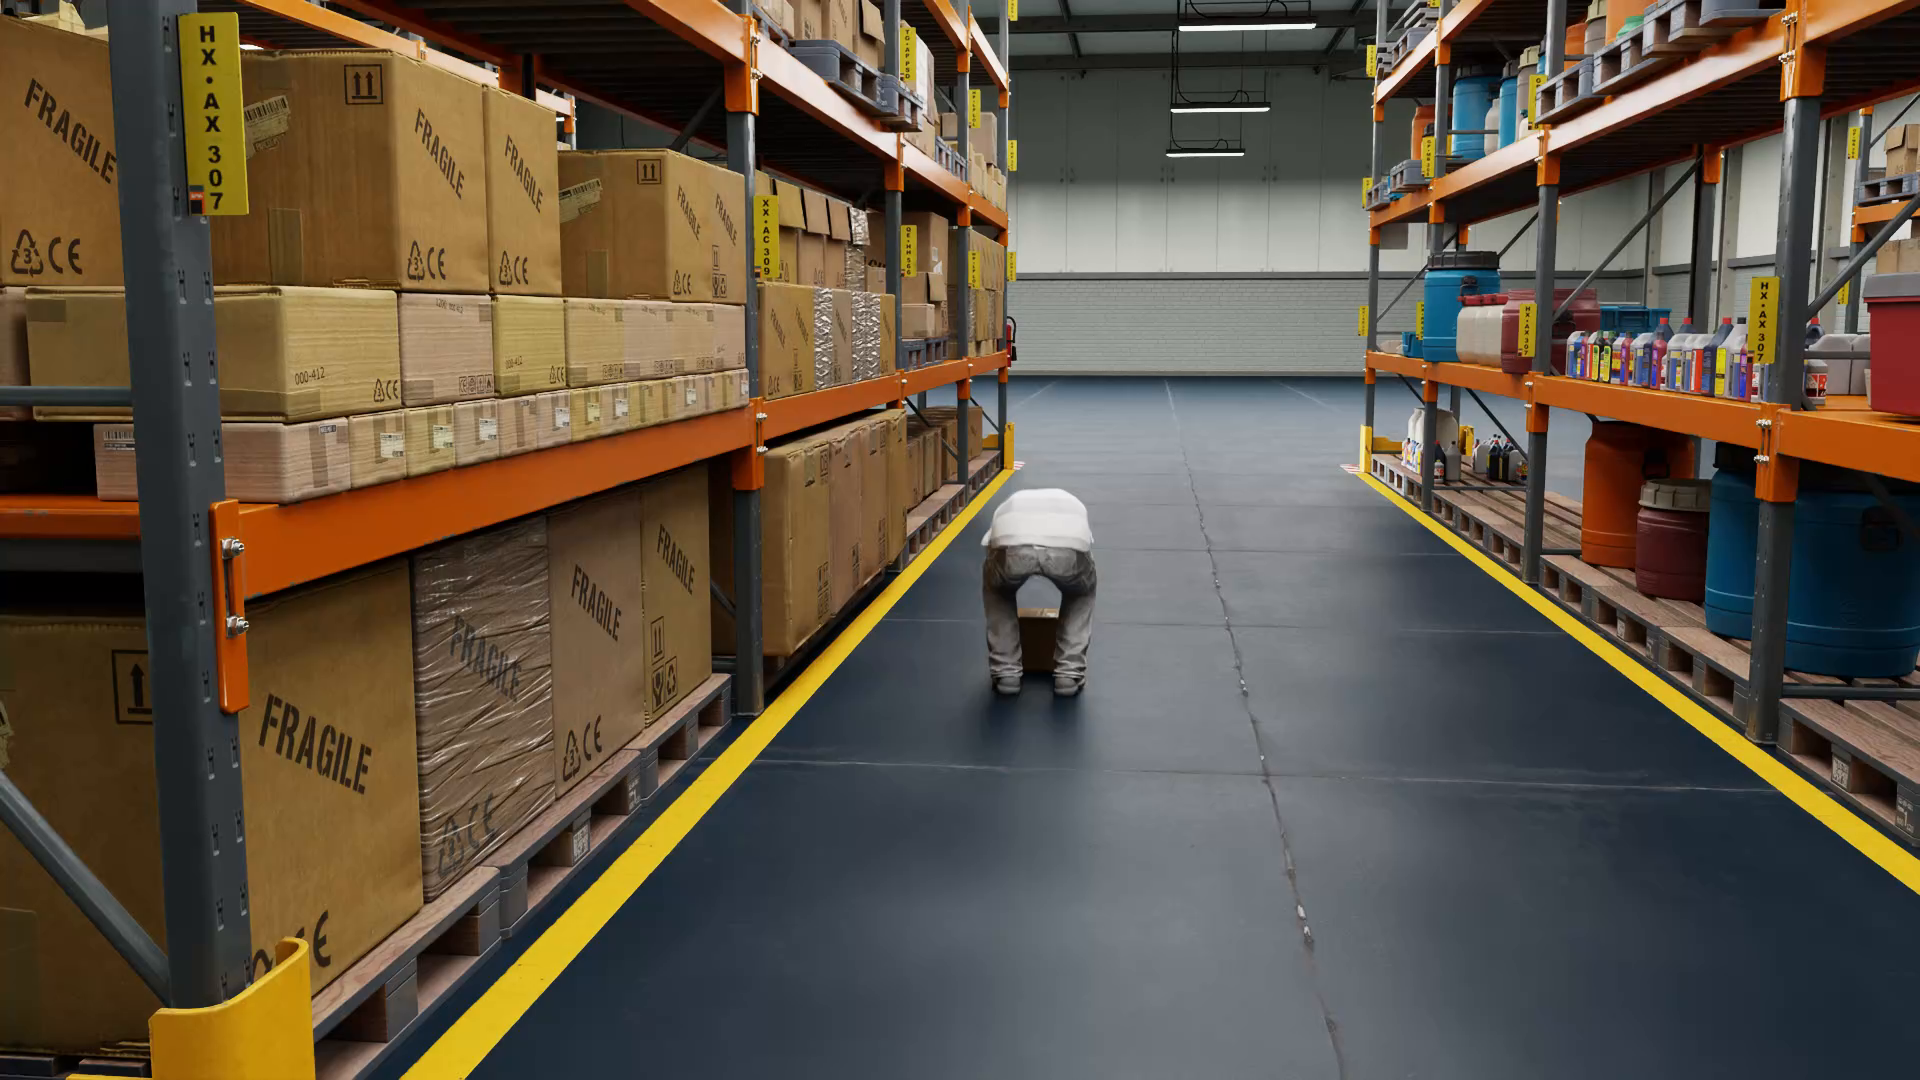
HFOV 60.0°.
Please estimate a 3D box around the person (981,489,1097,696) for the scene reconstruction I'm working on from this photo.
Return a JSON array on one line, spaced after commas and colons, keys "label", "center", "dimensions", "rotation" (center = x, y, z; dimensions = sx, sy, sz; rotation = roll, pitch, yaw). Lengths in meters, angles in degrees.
[{"label": "person", "center": [0.355, 0.204, 7.565], "dimensions": [0.536, 0.917, 0.986], "rotation": [0, 8, 4]}]
